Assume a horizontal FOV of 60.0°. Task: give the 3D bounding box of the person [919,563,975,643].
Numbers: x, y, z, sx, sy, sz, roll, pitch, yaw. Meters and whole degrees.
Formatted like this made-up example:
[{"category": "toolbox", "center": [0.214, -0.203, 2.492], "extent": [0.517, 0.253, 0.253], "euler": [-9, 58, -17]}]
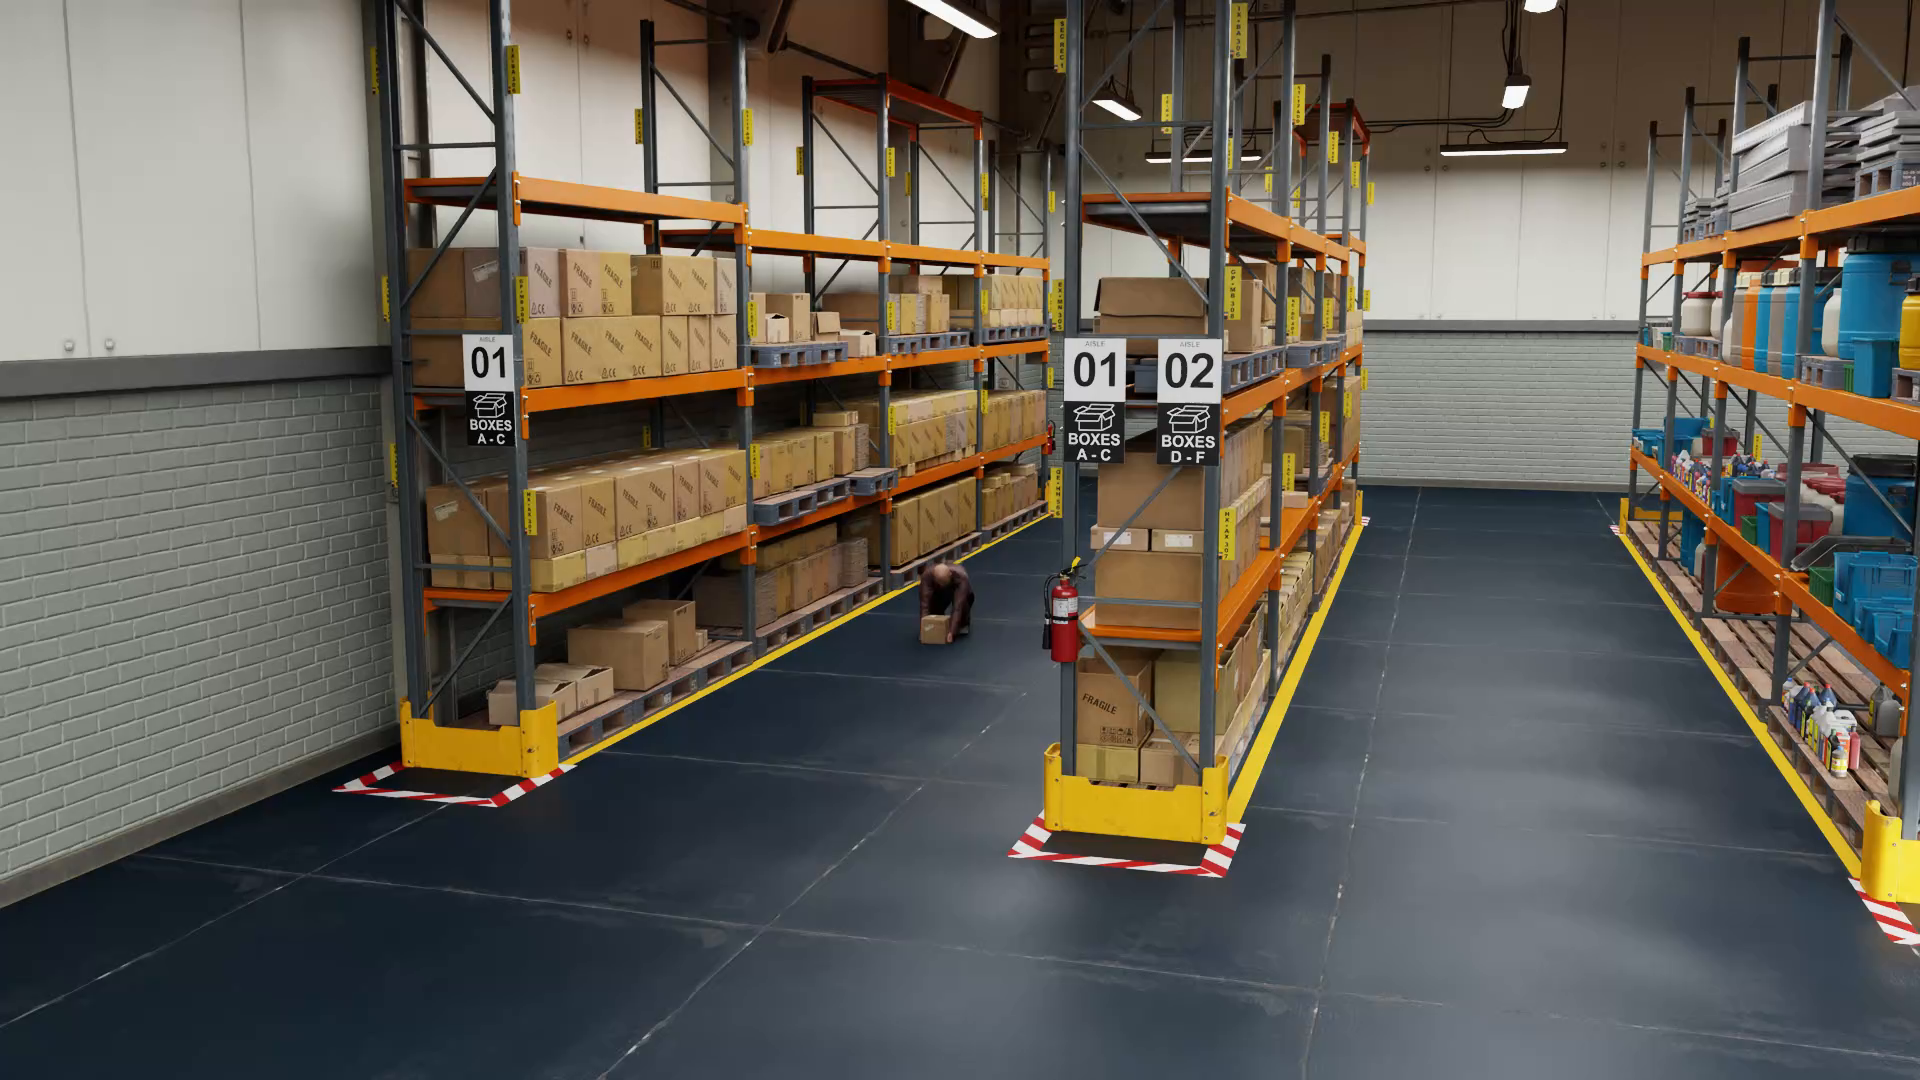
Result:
[{"category": "person", "center": [-0.148, 0.638, 17.211], "extent": [0.582, 0.888, 0.912], "euler": [2, 8, 16]}]
